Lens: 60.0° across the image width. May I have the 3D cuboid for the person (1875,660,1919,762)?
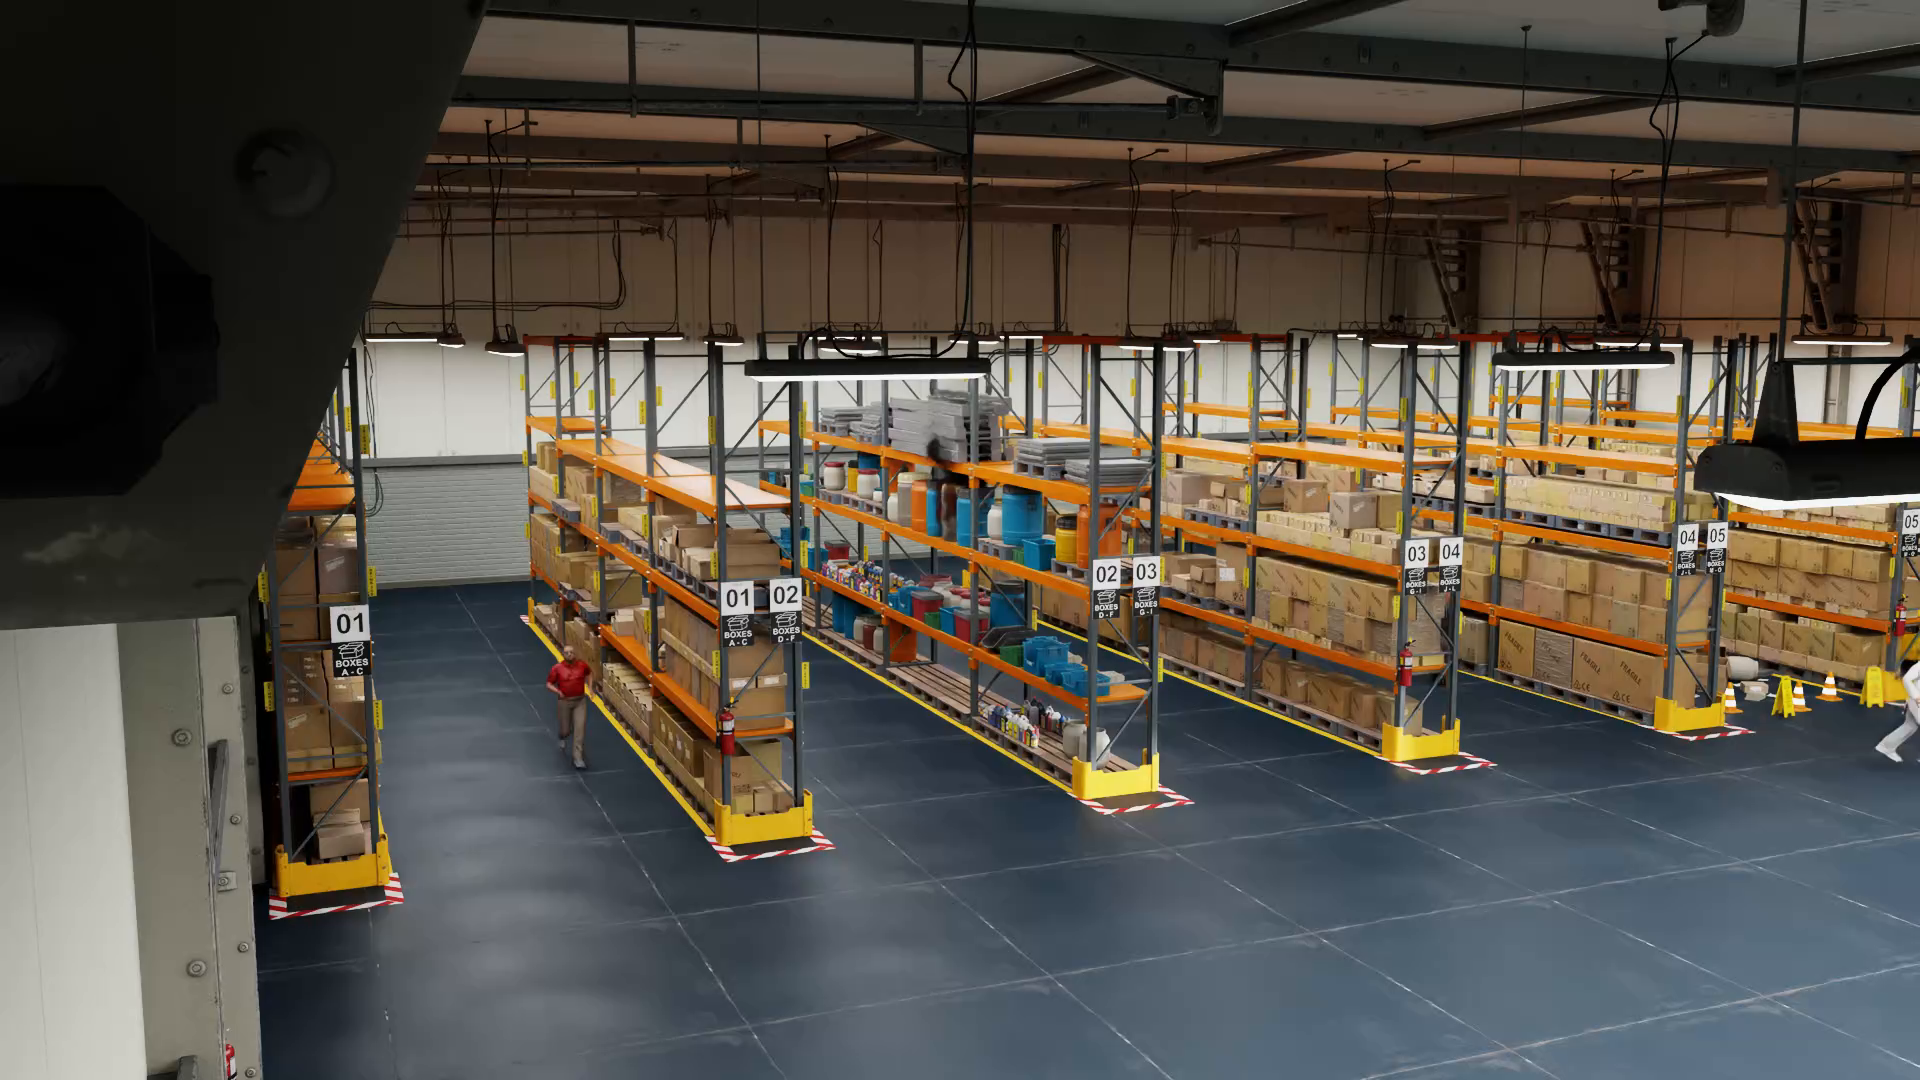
[{"bbox_3d":[13.476,2.344,23.487,0.886,1.843,0.694,4,9,27],"label":"person"}]

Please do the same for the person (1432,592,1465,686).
[{"bbox_3d":[8.438,1.668,28.715,0.644,1.698,0.642,-6,9,-36],"label":"person"}]

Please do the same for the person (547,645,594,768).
[{"bbox_3d":[-5.537,2.339,23.755,0.678,1.686,0.992,-3,8,-22],"label":"person"}]
